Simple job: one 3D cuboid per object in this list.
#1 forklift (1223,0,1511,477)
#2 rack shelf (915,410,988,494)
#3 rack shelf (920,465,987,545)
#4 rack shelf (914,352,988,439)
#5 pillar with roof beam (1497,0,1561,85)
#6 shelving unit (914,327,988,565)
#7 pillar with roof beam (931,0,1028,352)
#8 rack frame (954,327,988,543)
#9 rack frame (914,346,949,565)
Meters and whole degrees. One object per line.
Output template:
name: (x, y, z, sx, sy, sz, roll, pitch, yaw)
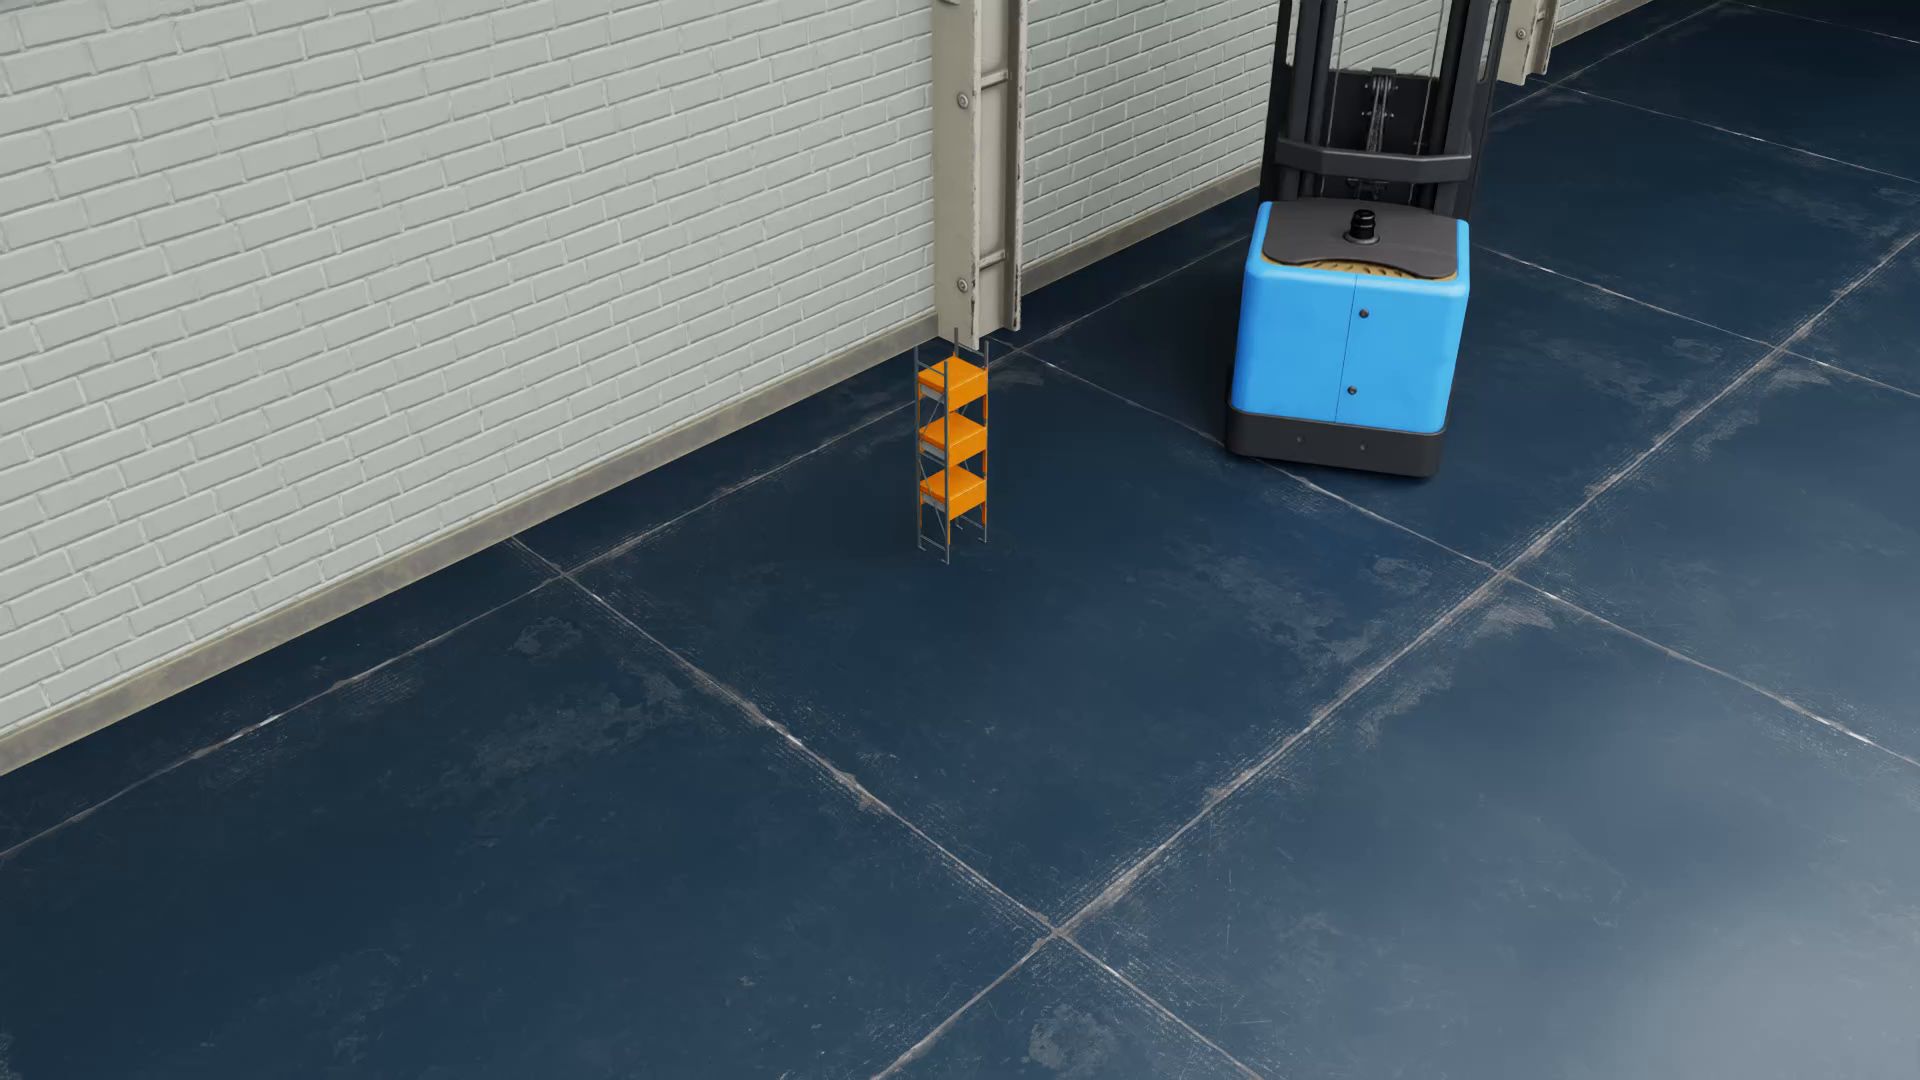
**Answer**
forklift: (2.164, -2.348, 8.555, 1.130, 2.935, 3.031, 8, 36, 11)
rack shelf: (-0.038, -0.400, 7.425, 0.215, 0.259, 0.240, 30, 45, 35)
rack shelf: (-0.038, -0.172, 7.584, 0.215, 0.259, 0.240, 30, 45, 35)
rack shelf: (-0.038, -0.633, 7.262, 0.215, 0.259, 0.240, 30, 45, 35)
pillar with roof beam: (7.383, -5.580, 7.885, 9.100, 9.000, 0.400, 30, 45, 35)
shelving unit: (-0.038, -0.409, 7.419, 0.215, 1.050, 0.252, 30, 45, 35)
pillar with roof beam: (3.155, -3.144, 4.392, 9.100, 9.000, 0.400, 30, 45, 35)
rack frame: (0.048, -0.458, 7.490, 0.200, 1.050, 0.008, 30, 45, 35)
rack frame: (-0.124, -0.359, 7.347, 0.200, 1.050, 0.008, 30, 45, 35)
